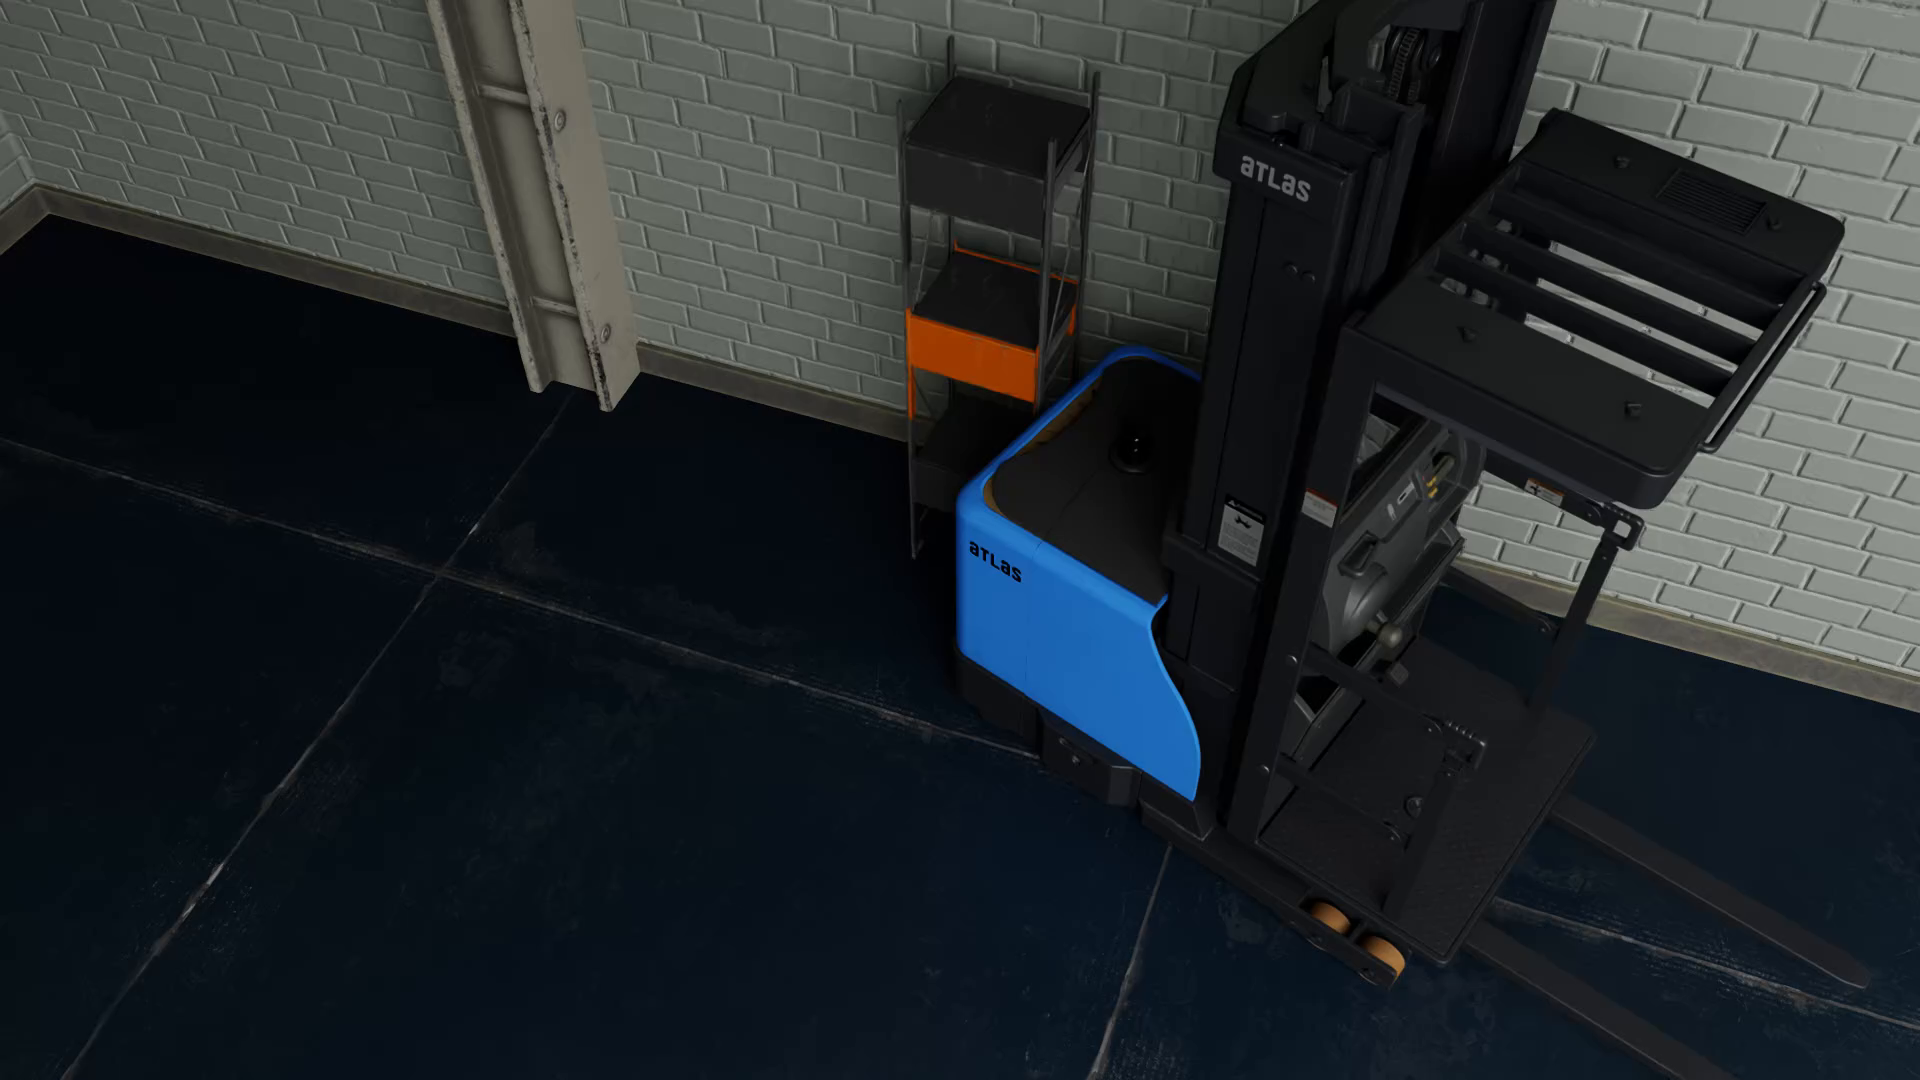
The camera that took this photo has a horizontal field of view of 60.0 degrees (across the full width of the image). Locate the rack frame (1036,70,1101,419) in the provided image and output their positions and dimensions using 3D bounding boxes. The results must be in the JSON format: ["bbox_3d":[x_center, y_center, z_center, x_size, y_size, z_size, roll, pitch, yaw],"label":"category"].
[{"bbox_3d":[0.343,-0.608,5.754,0.015,2.100,0.400,18,52,15],"label":"rack frame"}]

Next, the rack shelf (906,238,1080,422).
[{"bbox_3d":[0.120,-0.673,5.828,0.480,0.518,0.431,18,52,15],"label":"rack shelf"}]

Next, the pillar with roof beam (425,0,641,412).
[{"bbox_3d":[-3.113,-0.601,1.183,0.400,9.000,9.100,16,51,13],"label":"pillar with roof beam"}]

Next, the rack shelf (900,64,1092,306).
[{"bbox_3d":[0.120,-1.131,5.299,0.480,0.518,0.431,18,52,15],"label":"rack shelf"}]

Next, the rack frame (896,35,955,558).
[{"bbox_3d":[-0.104,-0.756,5.882,0.015,2.100,0.400,18,52,15],"label":"rack frame"}]

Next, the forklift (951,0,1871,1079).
[{"bbox_3d":[1.436,0.016,4.663,3.031,2.935,1.130,31,56,24],"label":"forklift"}]

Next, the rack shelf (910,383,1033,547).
[{"bbox_3d":[0.120,-0.214,6.357,0.480,0.518,0.431,18,52,15],"label":"rack shelf"}]

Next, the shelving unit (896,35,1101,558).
[{"bbox_3d":[0.120,-0.682,5.818,0.503,2.100,0.431,18,52,15],"label":"shelving unit"}]
